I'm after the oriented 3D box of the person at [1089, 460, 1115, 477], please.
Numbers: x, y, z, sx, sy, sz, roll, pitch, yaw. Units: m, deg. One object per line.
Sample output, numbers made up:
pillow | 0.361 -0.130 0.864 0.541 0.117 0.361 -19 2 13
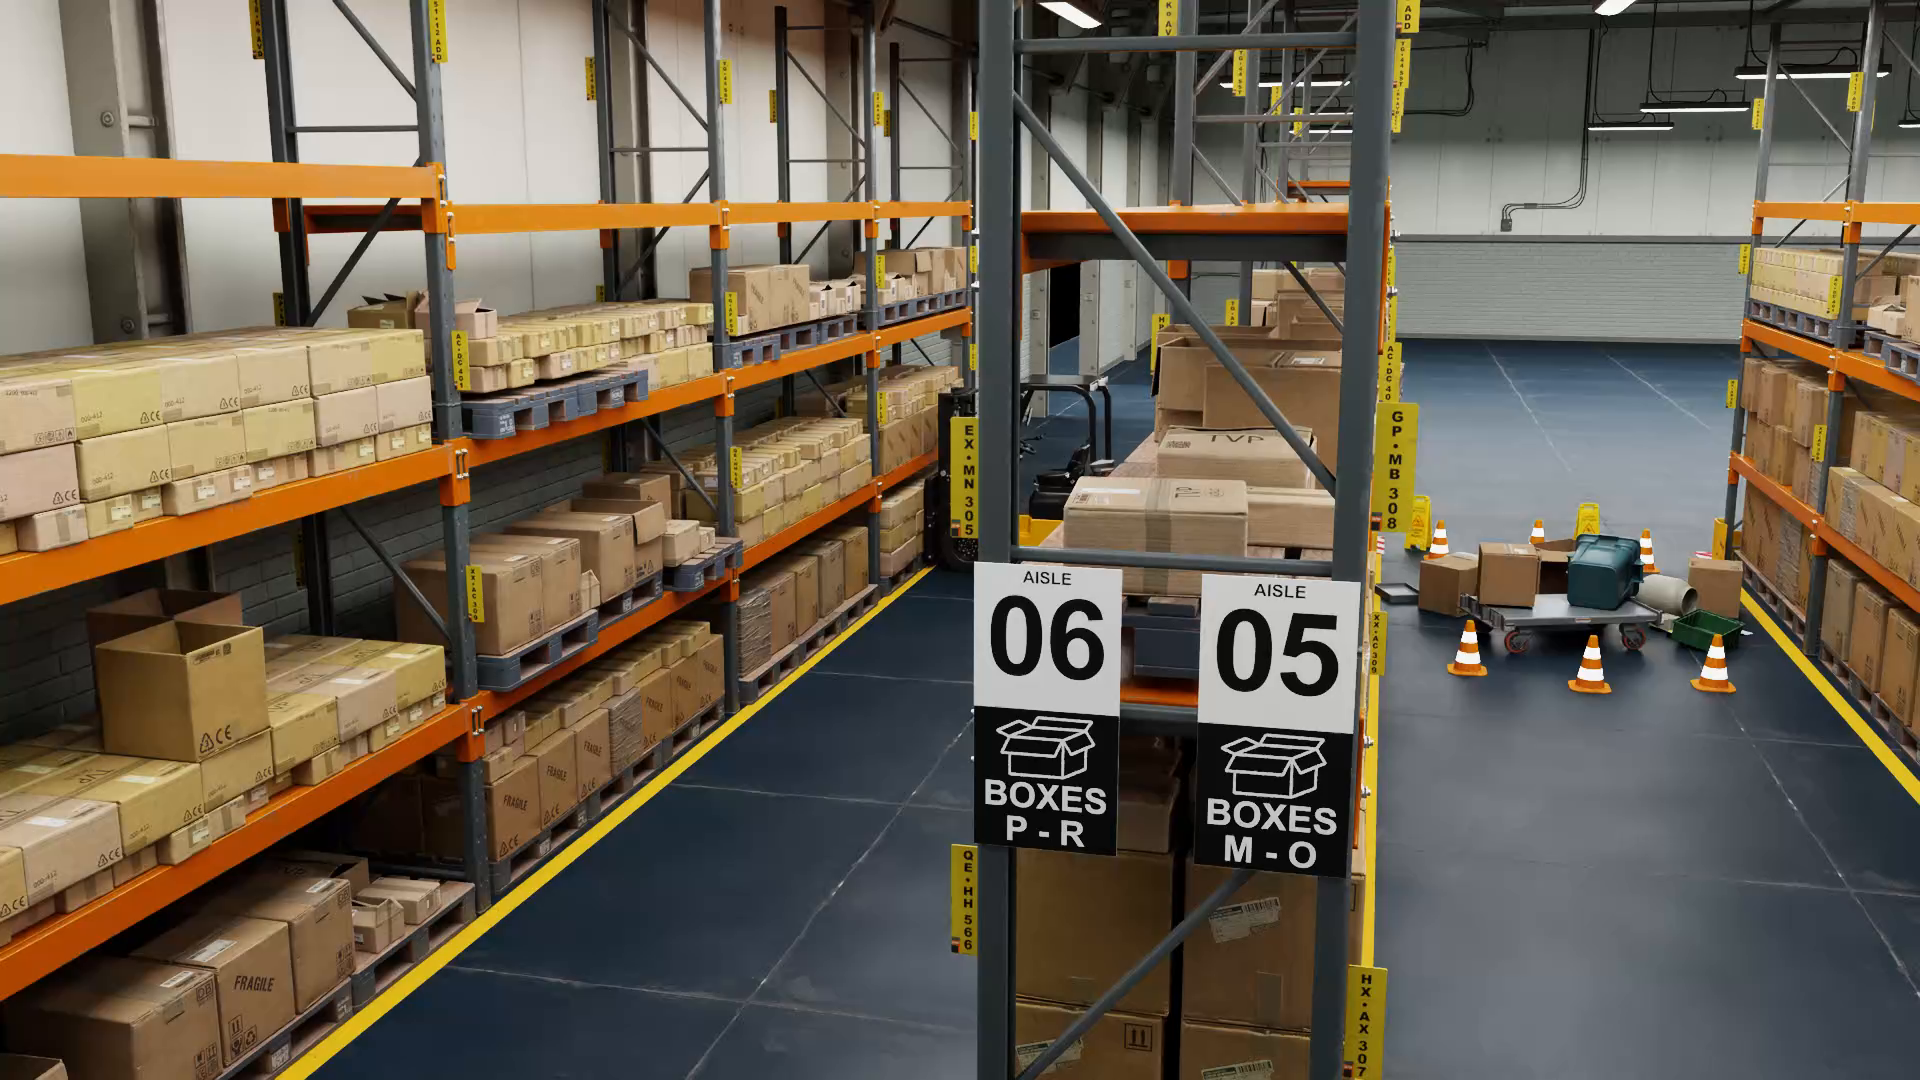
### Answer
person | 1.324 0.036 16.268 0.393 1.662 0.527 2 12 12
